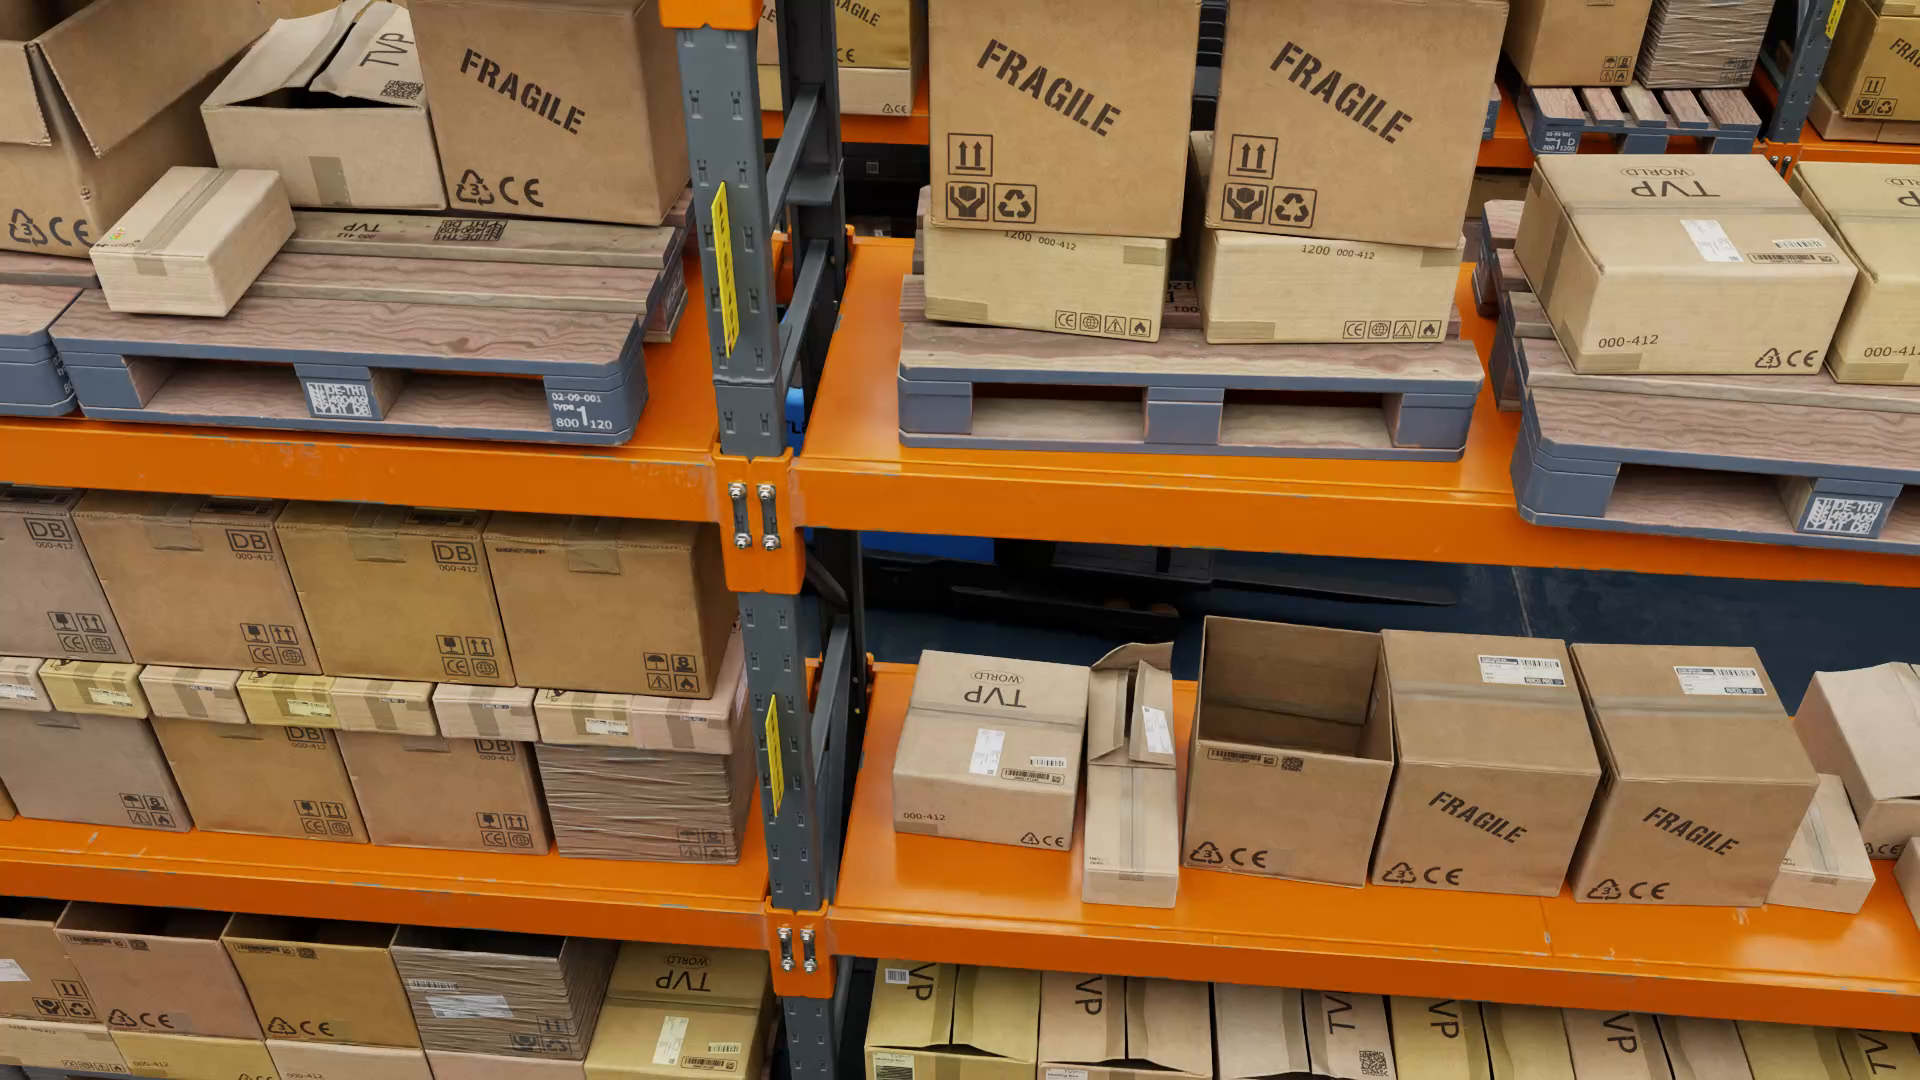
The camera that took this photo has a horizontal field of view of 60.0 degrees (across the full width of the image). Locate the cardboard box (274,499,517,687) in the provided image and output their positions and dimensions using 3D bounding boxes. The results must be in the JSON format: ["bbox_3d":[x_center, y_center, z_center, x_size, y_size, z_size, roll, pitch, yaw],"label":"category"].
[{"bbox_3d":[-1.343,-0.052,4.330,0.500,0.500,0.700,3,39,4],"label":"cardboard box"}]

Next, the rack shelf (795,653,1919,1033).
[{"bbox_3d":[1.596,0.925,4.807,4.000,0.370,1.077,3,39,4],"label":"rack shelf"}]

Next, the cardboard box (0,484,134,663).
[{"bbox_3d":[-2.339,-0.107,4.398,0.500,0.500,0.700,3,39,4],"label":"cardboard box"}]

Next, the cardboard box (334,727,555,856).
[{"bbox_3d":[-1.366,0.454,4.737,0.500,0.500,0.700,3,39,3],"label":"cardboard box"}]

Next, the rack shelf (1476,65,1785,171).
[{"bbox_3d":[2.019,-2.191,8.635,4.000,0.370,1.077,3,39,4],"label":"rack shelf"}]

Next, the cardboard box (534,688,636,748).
[{"bbox_3d":[-0.932,0.352,4.348,0.250,0.149,0.380,2,39,3],"label":"cardboard box"}]

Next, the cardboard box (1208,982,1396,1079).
[{"bbox_3d":[1.007,1.460,4.981,0.500,0.311,0.500,2,39,2],"label":"cardboard box"}]

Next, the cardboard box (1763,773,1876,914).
[{"bbox_3d":[2.313,0.818,4.567,0.250,0.149,0.380,6,40,7],"label":"cardboard box"}]

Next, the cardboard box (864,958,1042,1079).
[{"bbox_3d":[-0.007,1.402,5.052,0.500,0.311,0.500,3,39,4],"label":"cardboard box"}]

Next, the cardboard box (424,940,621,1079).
[{"bbox_3d":[-1.375,1.520,5.353,0.500,0.250,0.500,3,39,4],"label":"cardboard box"}]

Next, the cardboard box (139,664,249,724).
[{"bbox_3d":[-1.951,0.297,4.416,0.250,0.149,0.380,4,39,5],"label":"cardboard box"}]

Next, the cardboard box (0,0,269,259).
[{"bbox_3d":[-2.027,-1.052,3.765,0.637,0.503,0.797,7,40,9],"label":"cardboard box"}]

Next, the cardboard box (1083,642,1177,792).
[{"bbox_3d":[0.495,0.522,4.839,0.258,0.266,0.396,2,39,3],"label":"cardboard box"}]

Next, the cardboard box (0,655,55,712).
[{"bbox_3d":[-2.478,0.270,4.449,0.250,0.149,0.380,3,39,4],"label":"cardboard box"}]

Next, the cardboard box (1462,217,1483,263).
[{"bbox_3d":[2.787,-1.669,9.056,0.500,0.500,0.700,3,39,4],"label":"cardboard box"}]

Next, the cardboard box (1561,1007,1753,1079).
[{"bbox_3d":[2.024,1.514,4.915,0.500,0.311,0.500,3,39,4],"label":"cardboard box"}]

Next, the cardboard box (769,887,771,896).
[{"bbox_3d":[-0.832,0.928,5.485,0.500,0.500,0.500,3,39,4],"label":"cardboard box"}]

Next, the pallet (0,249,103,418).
[{"bbox_3d":[-2.461,-0.690,3.916,1.213,0.211,1.003,3,39,4],"label":"pallet"}]

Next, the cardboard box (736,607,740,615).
[{"bbox_3d":[-0.648,0.110,4.645,0.250,0.149,0.380,3,39,4],"label":"cardboard box"}]

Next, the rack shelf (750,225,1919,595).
[{"bbox_3d":[1.596,-0.238,3.860,4.000,0.370,1.077,3,39,4],"label":"rack shelf"}]

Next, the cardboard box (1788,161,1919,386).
[{"bbox_3d":[2.039,-0.558,3.469,0.500,0.250,0.500,2,39,3],"label":"cardboard box"}]

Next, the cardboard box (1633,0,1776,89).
[{"bbox_3d":[3.543,-2.589,8.127,0.500,0.500,0.700,-1,39,-1],"label":"cardboard box"}]

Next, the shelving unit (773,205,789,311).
[{"bbox_3d":[-1.184,-0.893,7.658,0.755,1.500,0.431,12,41,14],"label":"shelving unit"}]

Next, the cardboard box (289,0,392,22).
[{"bbox_3d":[-3.017,-2.789,8.309,0.500,0.500,0.500,3,39,4],"label":"cardboard box"}]

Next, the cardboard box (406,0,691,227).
[{"bbox_3d":[-0.876,-1.075,3.796,0.500,0.500,0.500,6,40,8],"label":"cardboard box"}]

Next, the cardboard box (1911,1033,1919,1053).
[{"bbox_3d":[3.045,1.567,4.849,0.500,0.311,0.500,4,39,5],"label":"cardboard box"}]

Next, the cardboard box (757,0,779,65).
[{"bbox_3d":[-0.969,-2.674,8.168,0.500,0.500,0.500,3,39,4],"label":"cardboard box"}]

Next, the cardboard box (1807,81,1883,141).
[{"bbox_3d":[4.320,-2.107,8.146,0.250,0.149,0.380,3,39,3],"label":"cardboard box"}]

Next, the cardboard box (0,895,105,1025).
[{"bbox_3d":[-2.869,1.146,5.217,0.500,0.500,0.500,3,39,4],"label":"cardboard box"}]

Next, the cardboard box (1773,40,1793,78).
[{"bbox_3d":[4.358,-2.414,8.523,0.250,0.149,0.380,4,39,5],"label":"cardboard box"}]

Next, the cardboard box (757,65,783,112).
[{"bbox_3d":[-0.967,-2.396,8.420,0.500,0.250,0.500,3,39,4],"label":"cardboard box"}]

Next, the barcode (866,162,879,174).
[{"bbox_3d":[-0.490,-2.084,9.312,0.075,0.075,0.001,3,39,4],"label":"barcode"}]

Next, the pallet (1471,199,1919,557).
[{"bbox_3d":[1.790,-0.375,3.608,1.213,0.211,1.003,5,39,6],"label":"pallet"}]

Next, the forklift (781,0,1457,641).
[{"bbox_3d":[0.679,-1.065,6.737,3.031,2.935,1.130,6,40,8],"label":"forklift"}]

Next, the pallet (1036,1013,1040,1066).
[{"bbox_3d":[0.341,1.634,5.575,1.213,0.211,1.003,3,39,4],"label":"pallet"}]

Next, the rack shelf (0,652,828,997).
[{"bbox_3d":[-2.389,0.707,5.075,4.000,0.370,1.077,3,39,4],"label":"rack shelf"}]

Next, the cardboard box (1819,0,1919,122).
[{"bbox_3d":[4.474,-2.335,7.912,0.500,0.500,0.500,4,39,5],"label":"cardboard box"}]

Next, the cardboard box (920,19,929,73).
[{"bbox_3d":[-0.423,-2.689,8.780,0.500,0.250,0.500,4,39,4],"label":"cardboard box"}]

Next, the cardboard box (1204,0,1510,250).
[{"bbox_3d":[0.784,-0.947,3.353,0.500,0.500,0.500,7,40,8],"label":"cardboard box"}]

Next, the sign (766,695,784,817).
[{"bbox_3d":[-0.443,0.520,3.987,0.005,0.325,0.100,3,39,4],"label":"sign"}]

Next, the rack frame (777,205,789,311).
[{"bbox_3d":[-0.836,-0.821,7.570,0.023,1.500,0.400,12,41,14],"label":"rack frame"}]

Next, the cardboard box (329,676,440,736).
[{"bbox_3d":[-1.455,0.326,4.381,0.250,0.149,0.380,3,39,4],"label":"cardboard box"}]

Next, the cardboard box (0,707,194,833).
[{"bbox_3d":[-2.375,0.397,4.807,0.500,0.500,0.700,4,39,5],"label":"cardboard box"}]

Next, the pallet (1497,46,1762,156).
[{"bbox_3d":[3.293,-2.258,8.300,1.003,0.211,1.213,3,39,4],"label":"pallet"}]

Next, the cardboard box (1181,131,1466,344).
[{"bbox_3d":[0.764,-0.663,3.598,0.500,0.250,0.500,0,39,-1],"label":"cardboard box"}]

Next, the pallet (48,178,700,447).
[{"bbox_3d":[-1.249,-0.622,3.832,1.213,0.211,1.003,3,39,4],"label":"pallet"}]

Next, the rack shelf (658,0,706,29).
[{"bbox_3d":[-2.389,-1.464,3.307,4.000,0.370,1.077,3,39,4],"label":"rack shelf"}]

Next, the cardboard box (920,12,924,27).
[{"bbox_3d":[-0.423,-2.976,8.539,0.500,0.500,0.500,2,39,3],"label":"cardboard box"}]

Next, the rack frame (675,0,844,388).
[{"bbox_3d":[-0.397,-1.789,2.820,0.127,3.000,1.000,3,39,4],"label":"rack frame"}]

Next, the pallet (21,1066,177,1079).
[{"bbox_3d":[-2.404,1.484,5.759,1.213,0.211,1.003,3,39,4],"label":"pallet"}]

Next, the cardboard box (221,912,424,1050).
[{"bbox_3d":[-1.873,1.203,5.148,0.500,0.500,0.500,3,39,4],"label":"cardboard box"}]

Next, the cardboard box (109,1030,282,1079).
[{"bbox_3d":[-2.373,1.475,5.408,0.500,0.250,0.500,3,39,4],"label":"cardboard box"}]

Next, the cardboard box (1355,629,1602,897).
[{"bbox_3d":[1.391,0.607,4.550,0.500,0.500,0.500,3,39,4],"label":"cardboard box"}]

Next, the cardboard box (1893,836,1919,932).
[{"bbox_3d":[2.668,0.977,4.372,0.250,0.149,0.380,3,39,4],"label":"cardboard box"}]

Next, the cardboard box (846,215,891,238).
[{"bbox_3d":[-0.509,-1.661,9.310,0.250,0.166,0.380,-2,39,-2],"label":"cardboard box"}]
